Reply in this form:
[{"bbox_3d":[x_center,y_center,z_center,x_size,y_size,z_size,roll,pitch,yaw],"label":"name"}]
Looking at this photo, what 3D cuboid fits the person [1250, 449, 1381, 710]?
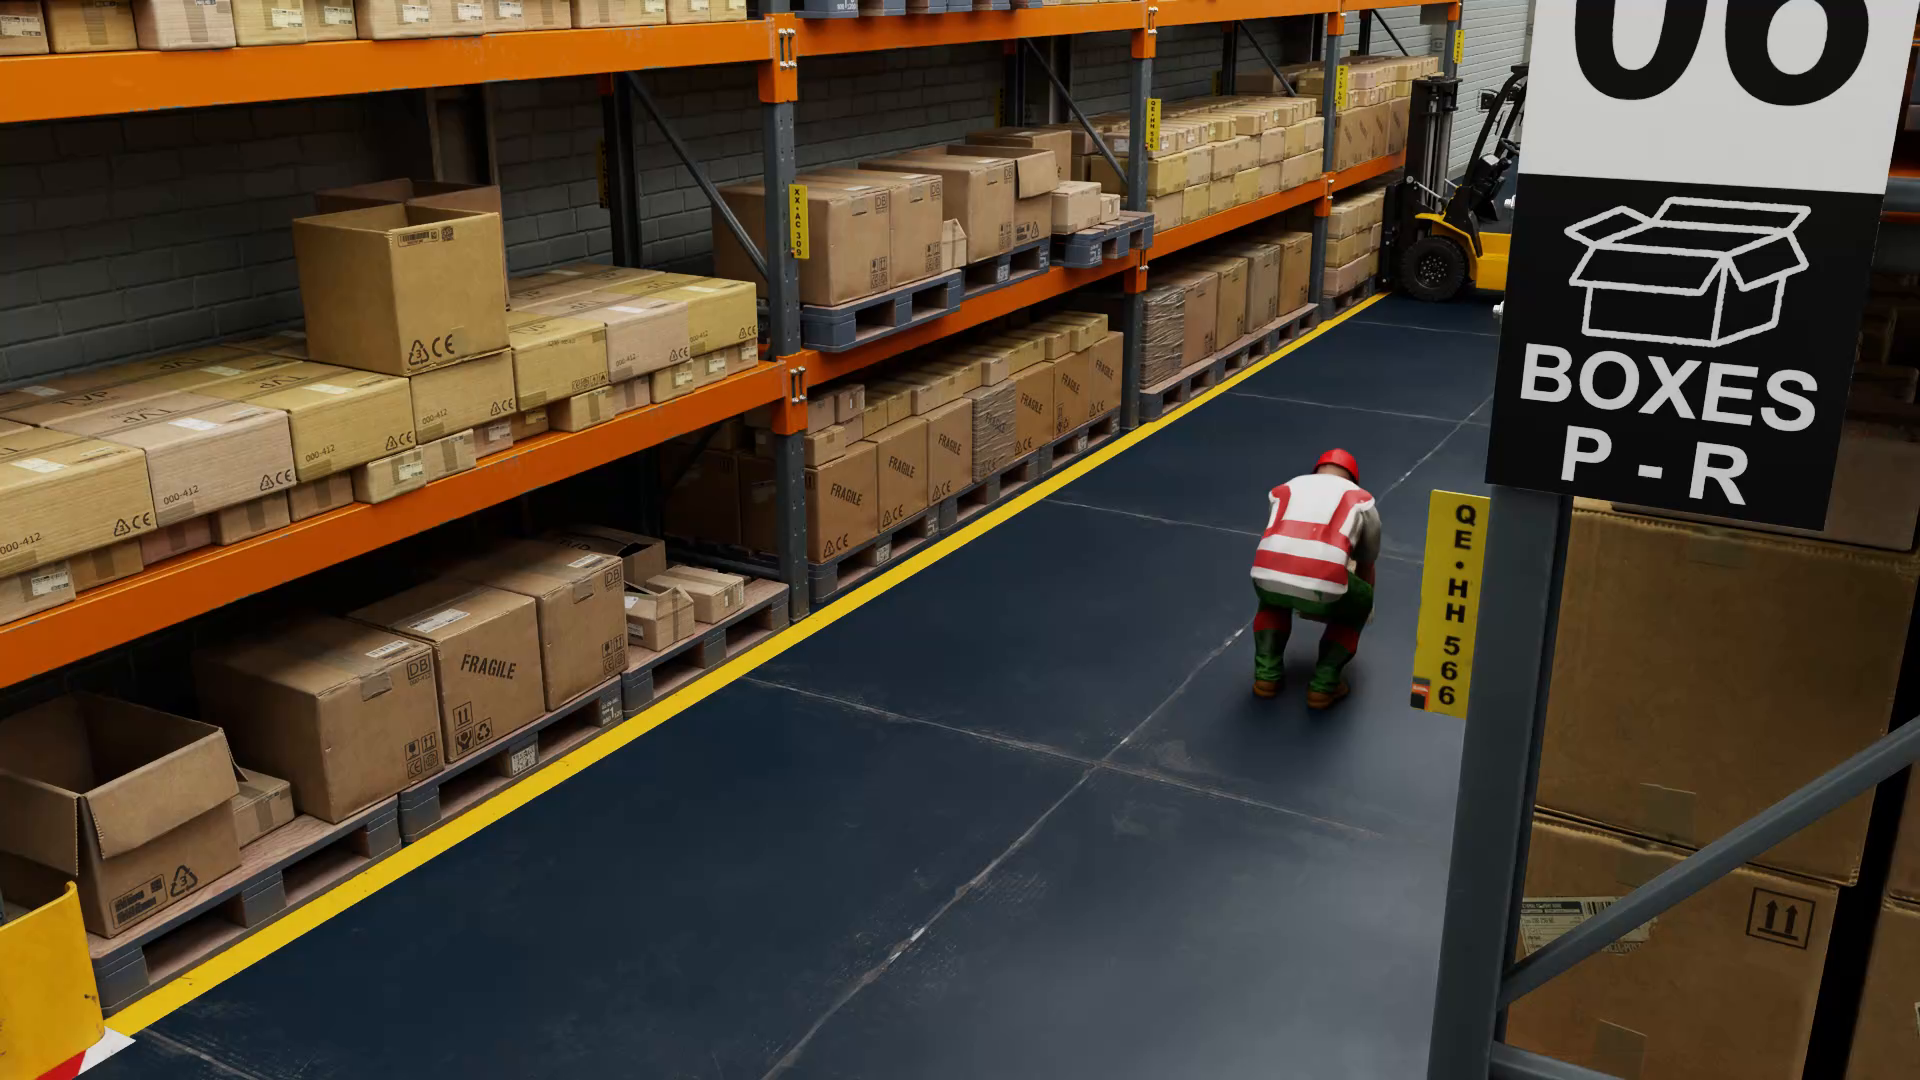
[{"bbox_3d":[1.555,0.168,7.278,0.530,0.985,0.922,10,21,26],"label":"person"}]
